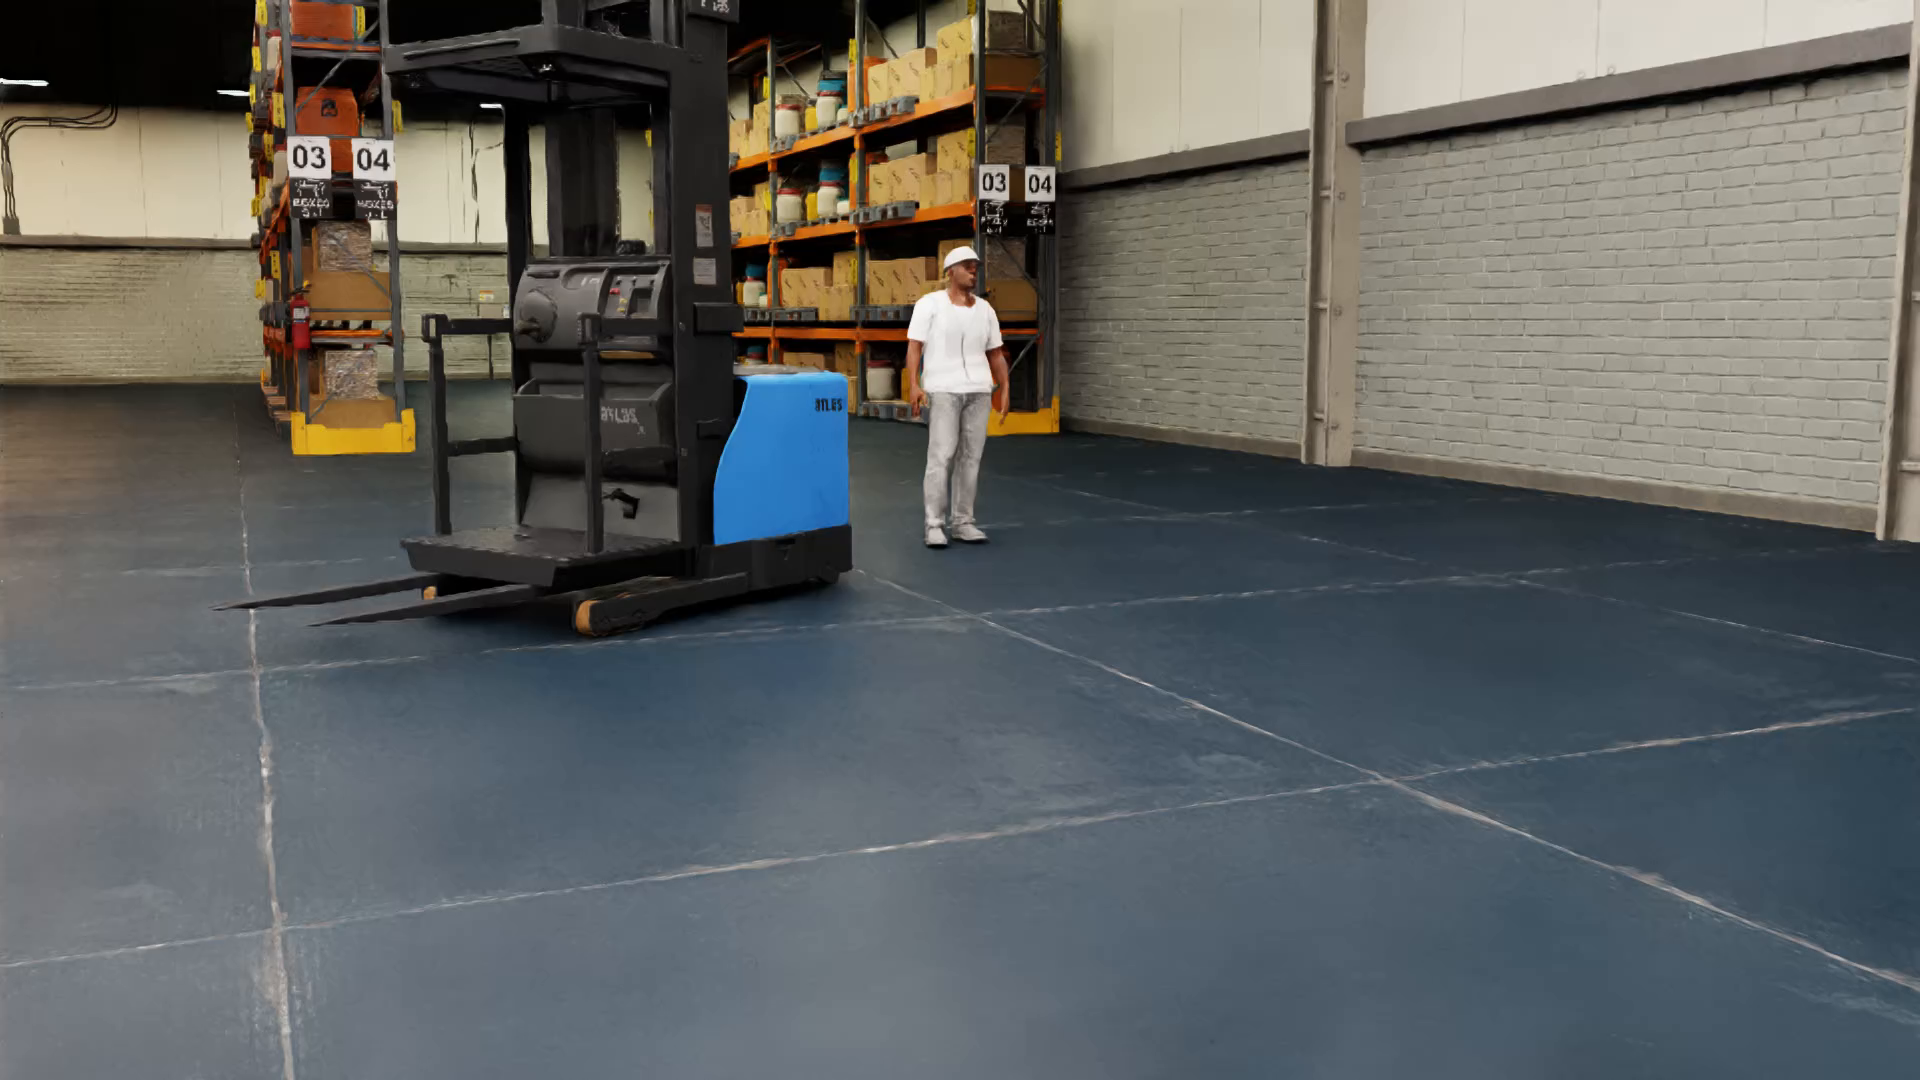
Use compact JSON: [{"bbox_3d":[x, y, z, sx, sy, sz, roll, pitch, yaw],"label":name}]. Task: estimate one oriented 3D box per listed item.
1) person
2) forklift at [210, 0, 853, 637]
[{"bbox_3d":[0.023,-0.874,9.972,0.665,1.766,0.576,-3,8,-23],"label":"person"},{"bbox_3d":[-1.795,-1.111,7.365,1.130,2.935,3.031,5,9,34],"label":"forklift"}]
